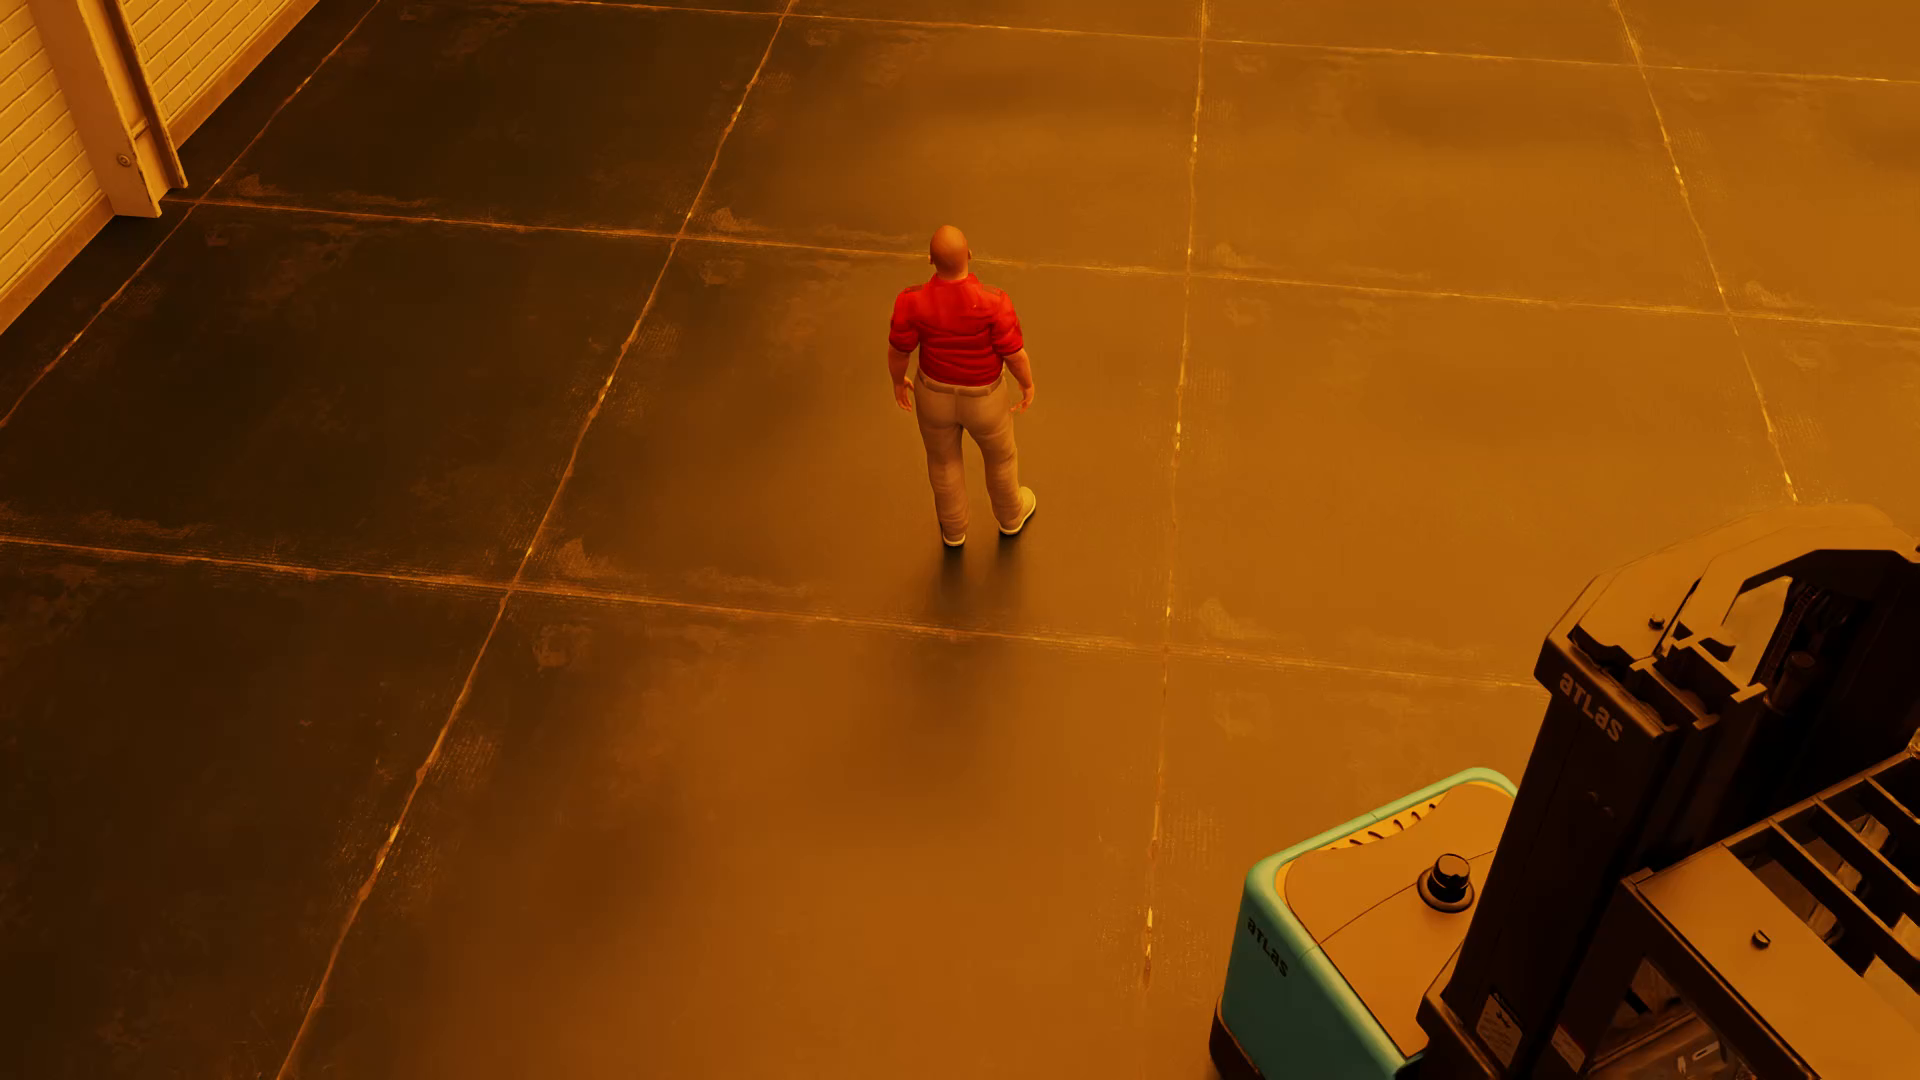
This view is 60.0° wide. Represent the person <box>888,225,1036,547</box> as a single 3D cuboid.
[{"bbox_3d":[0.024,-0.702,7.365,0.641,1.728,0.550,5,43,6],"label":"person"}]

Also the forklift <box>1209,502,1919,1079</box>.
[{"bbox_3d":[1.989,1.480,4.113,1.130,2.935,3.031,-19,46,-19],"label":"forklift"}]
